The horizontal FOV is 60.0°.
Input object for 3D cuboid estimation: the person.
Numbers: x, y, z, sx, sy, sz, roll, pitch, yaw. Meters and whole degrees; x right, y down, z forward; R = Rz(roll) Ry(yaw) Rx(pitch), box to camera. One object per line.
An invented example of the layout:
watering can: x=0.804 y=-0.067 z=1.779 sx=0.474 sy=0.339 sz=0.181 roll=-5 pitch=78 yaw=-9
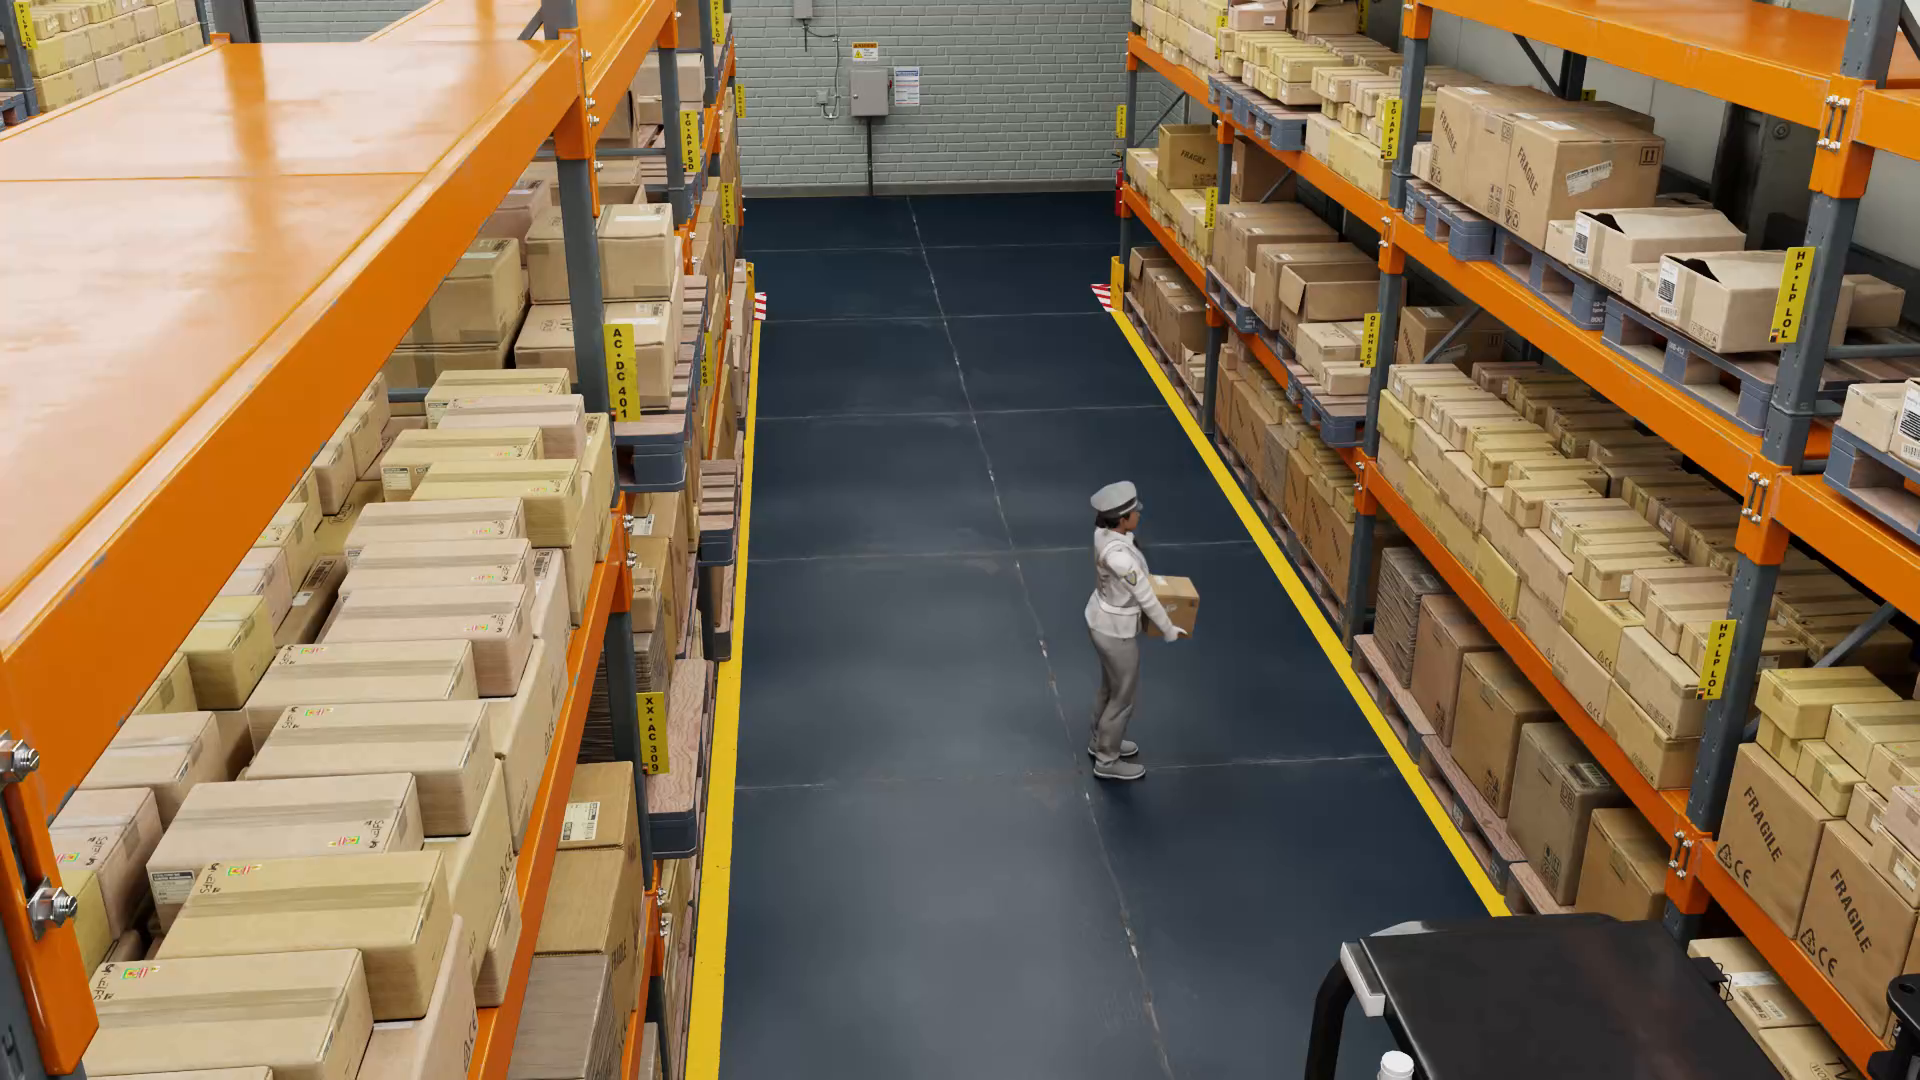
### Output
person: x=0.938 y=0.479 z=8.996 sx=0.523 sy=1.691 sz=0.416 roll=-3 pitch=24 yaw=-6
